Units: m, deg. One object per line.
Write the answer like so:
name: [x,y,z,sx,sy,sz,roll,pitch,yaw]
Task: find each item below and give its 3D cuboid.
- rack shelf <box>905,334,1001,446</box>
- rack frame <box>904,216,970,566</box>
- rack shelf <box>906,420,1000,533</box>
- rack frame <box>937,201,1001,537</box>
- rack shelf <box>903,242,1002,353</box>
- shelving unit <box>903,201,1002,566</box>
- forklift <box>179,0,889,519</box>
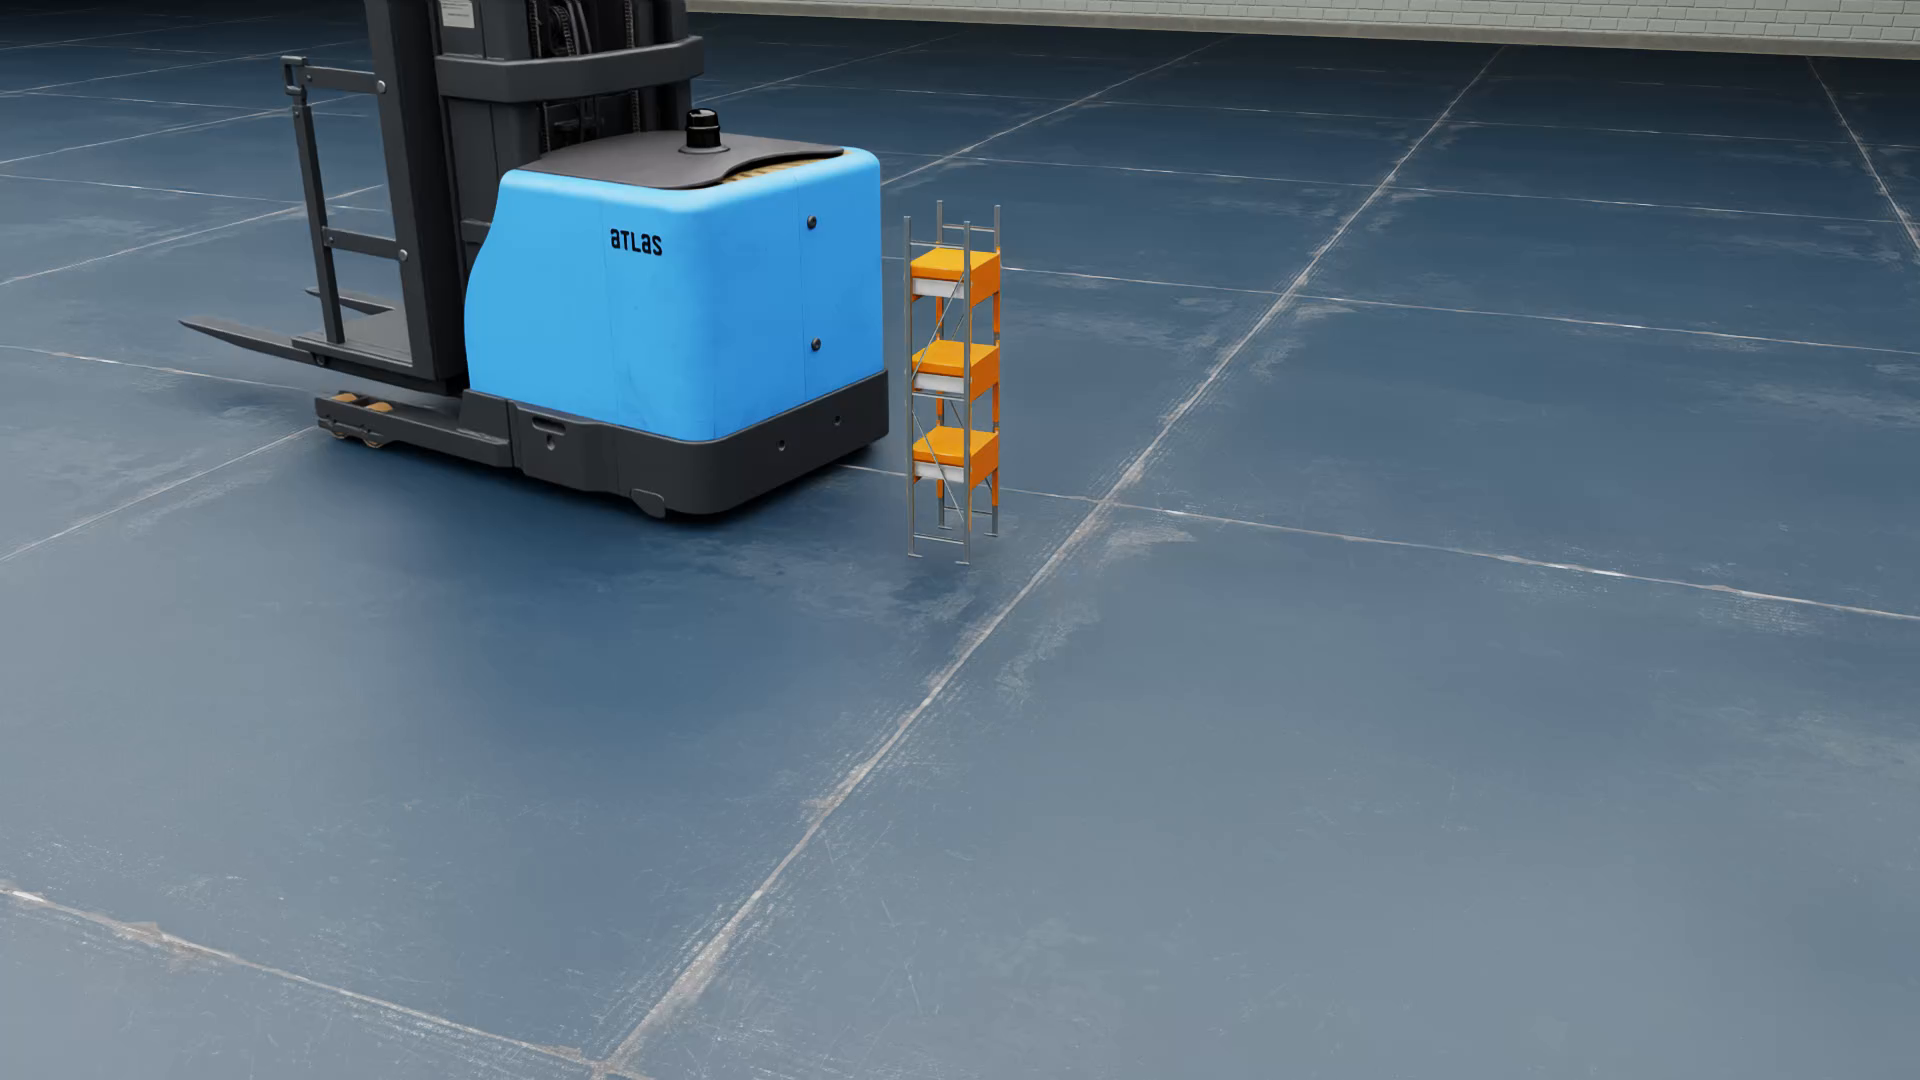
rack shelf: [-0.020,-0.456,5.006,0.215,0.259,0.240,9,24,20]
rack frame: [-0.065,-0.422,4.897,0.200,1.050,0.008,9,24,20]
rack shelf: [-0.020,-0.199,5.113,0.215,0.259,0.240,9,24,20]
rack frame: [0.025,-0.509,5.106,0.200,1.050,0.008,9,24,20]
rack shelf: [-0.020,-0.717,4.897,0.215,0.259,0.240,9,24,20]
shelving unit: [-0.020,-0.465,5.002,0.215,1.050,0.252,9,24,20]
forklift: [-1.768,-1.839,5.850,3.031,2.935,1.130,14,27,30]
